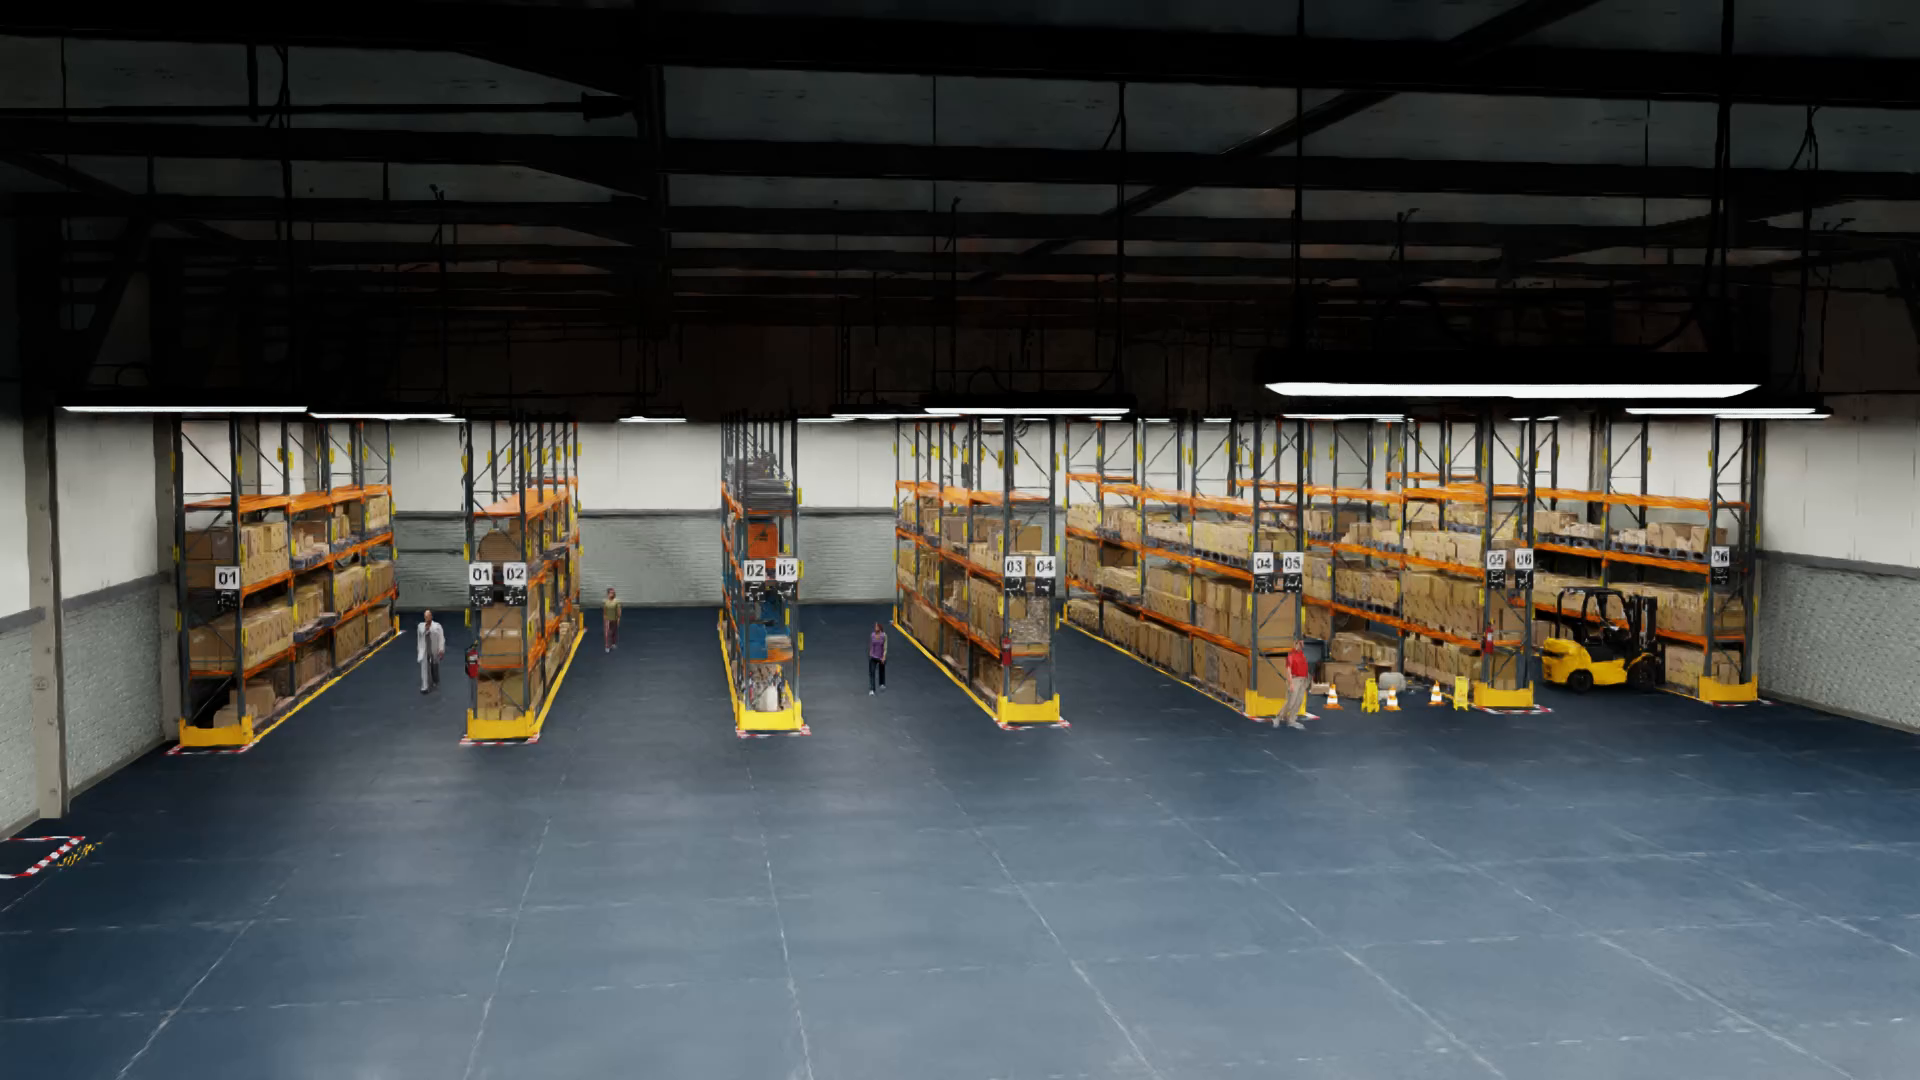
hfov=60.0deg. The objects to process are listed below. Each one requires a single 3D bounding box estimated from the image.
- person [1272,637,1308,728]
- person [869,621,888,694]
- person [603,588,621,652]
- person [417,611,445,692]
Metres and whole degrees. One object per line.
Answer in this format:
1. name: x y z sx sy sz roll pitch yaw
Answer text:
1. person: 6.206 2.686 31.213 0.546 1.717 0.721 3 5 40
2. person: -1.732 2.480 35.304 0.408 1.532 0.962 0 4 0
3. person: -8.776 1.987 41.936 0.446 1.591 1.110 -1 4 -12
4. person: -11.354 2.370 35.654 0.603 1.725 1.110 -1 4 -10
